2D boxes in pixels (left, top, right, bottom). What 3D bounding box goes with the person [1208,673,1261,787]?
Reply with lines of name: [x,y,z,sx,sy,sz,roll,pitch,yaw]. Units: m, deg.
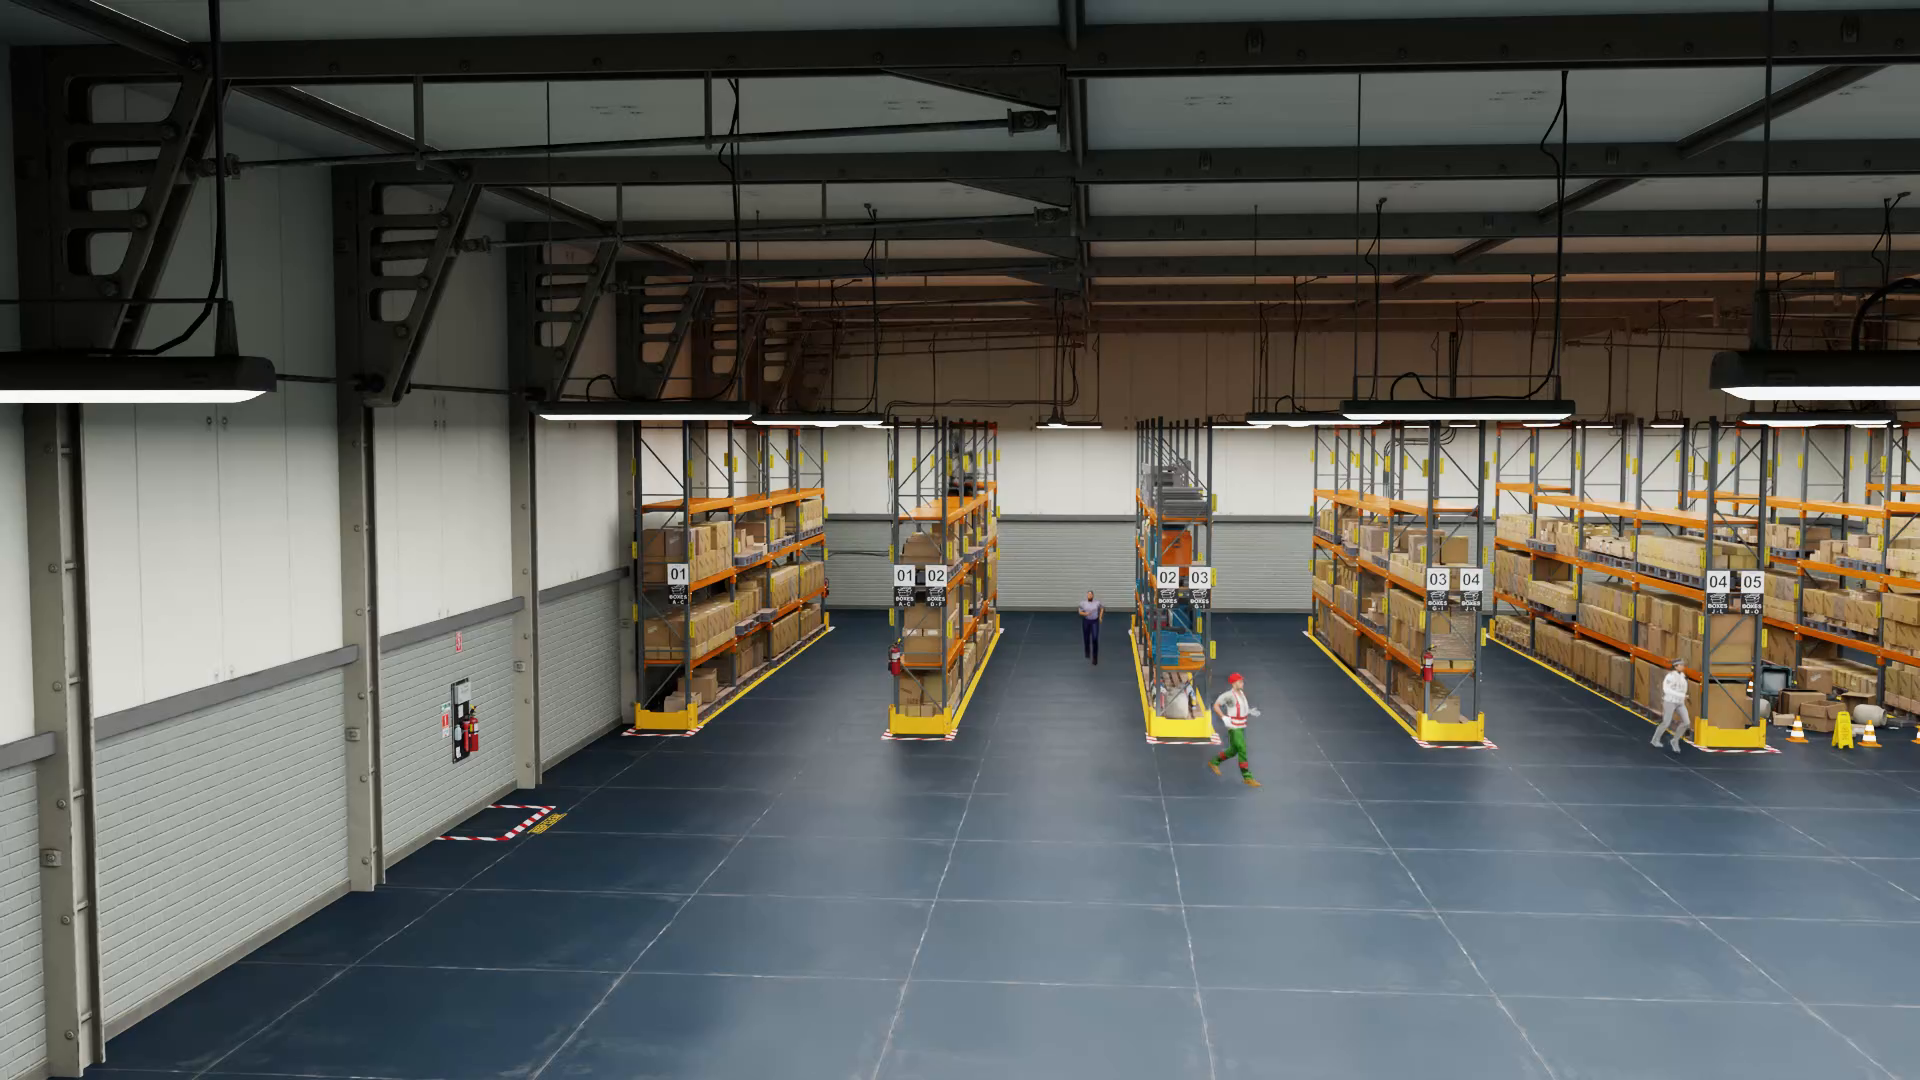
person: [4.458,3.054,26.970,0.994,1.796,0.654,3,5,35]

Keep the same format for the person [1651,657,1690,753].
person: [12.812,2.948,29.808,0.637,1.720,0.688,-2,4,-24]

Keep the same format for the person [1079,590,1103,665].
person: [3.087,2.081,39.441,0.551,1.737,0.694,0,4,6]
